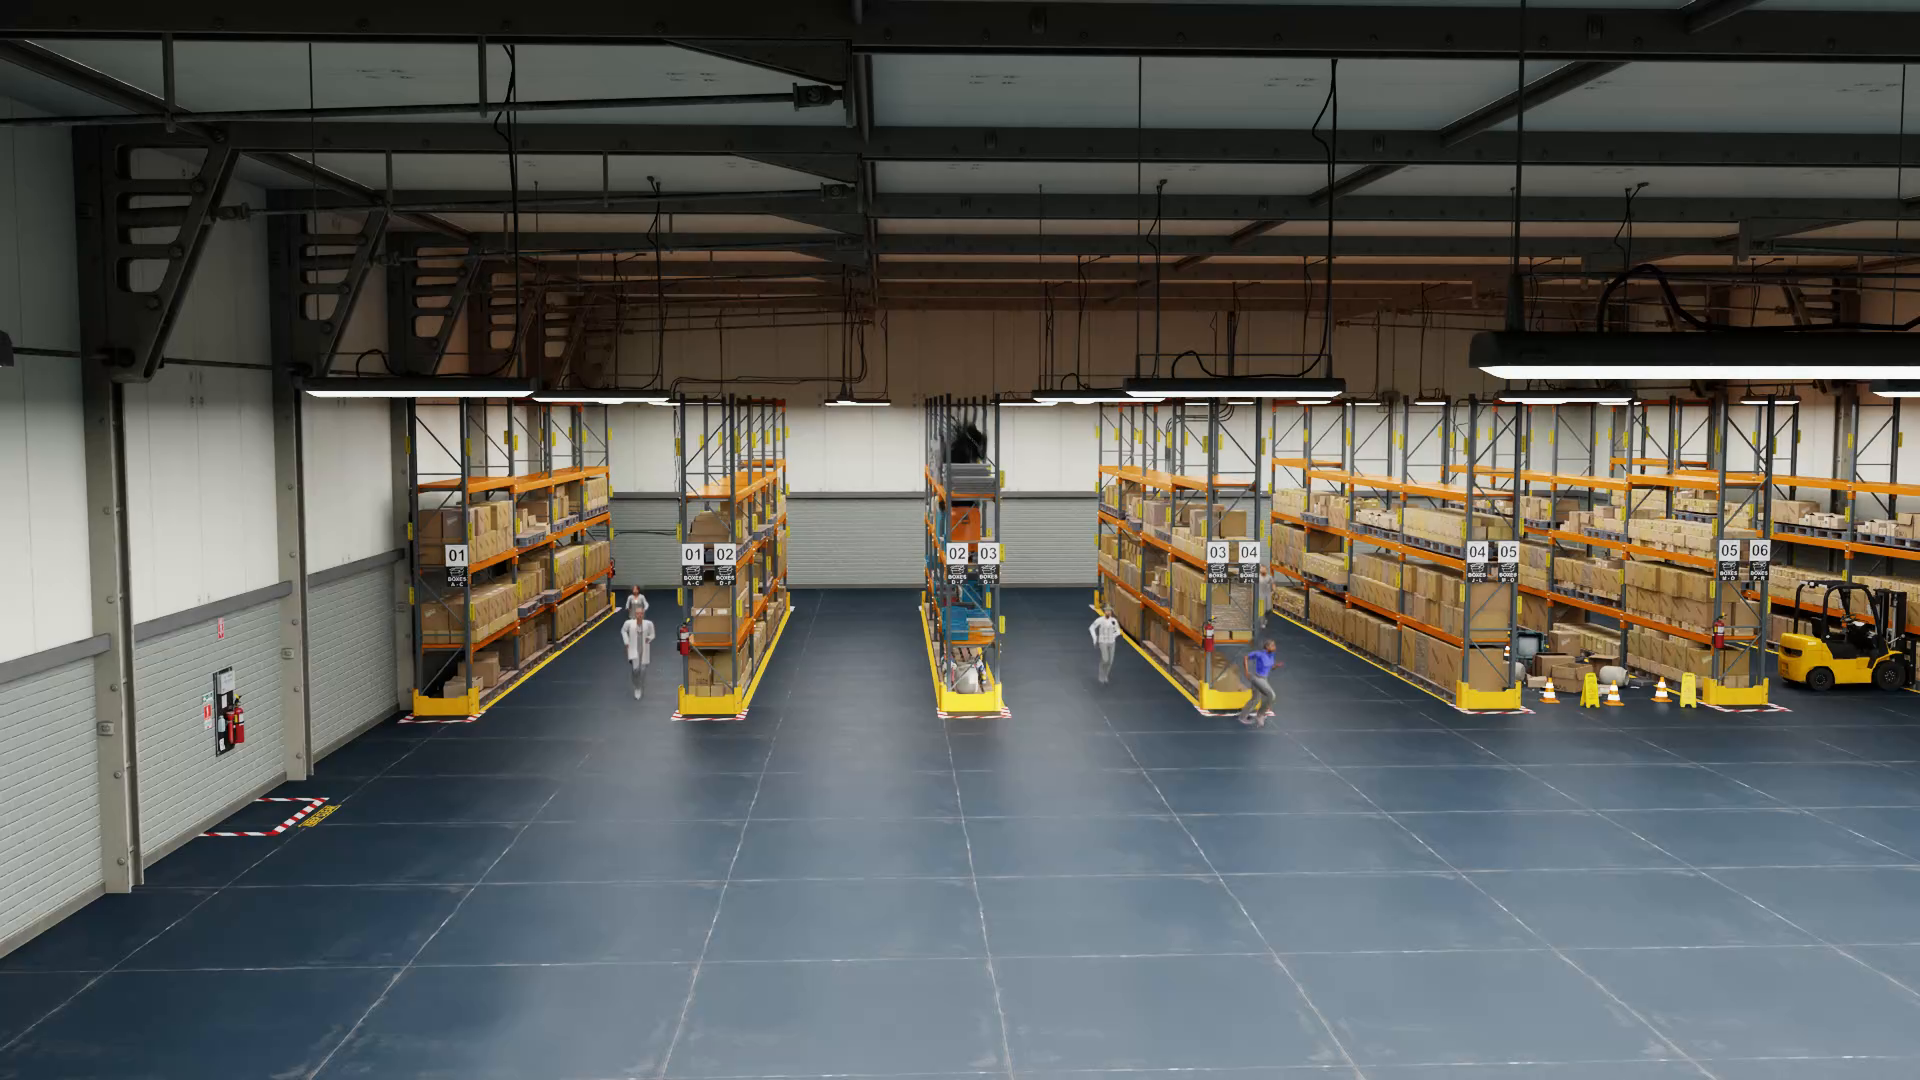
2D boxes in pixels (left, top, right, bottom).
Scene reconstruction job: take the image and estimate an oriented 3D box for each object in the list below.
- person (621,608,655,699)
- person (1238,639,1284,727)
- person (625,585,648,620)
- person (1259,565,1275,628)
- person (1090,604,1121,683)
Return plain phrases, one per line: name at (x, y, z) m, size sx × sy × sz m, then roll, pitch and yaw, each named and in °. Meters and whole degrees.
person at (-6.381, 2.243, 33.083) m, size 0.613 × 1.814 × 0.909 m, roll -2°, pitch 5°, yaw -22°
person at (5.385, 2.552, 29.848) m, size 0.871 × 1.587 × 0.565 m, roll 3°, pitch 5°, yaw 35°
person at (-7.606, 1.854, 39.120) m, size 0.524 × 1.537 × 0.537 m, roll -1°, pitch 5°, yaw -8°
person at (7.970, 1.478, 43.522) m, size 0.571 × 1.633 × 0.535 m, roll 0°, pitch 5°, yaw 1°
person at (3.054, 2.154, 34.510) m, size 0.593 × 1.655 × 0.616 m, roll -1°, pitch 5°, yaw -13°
